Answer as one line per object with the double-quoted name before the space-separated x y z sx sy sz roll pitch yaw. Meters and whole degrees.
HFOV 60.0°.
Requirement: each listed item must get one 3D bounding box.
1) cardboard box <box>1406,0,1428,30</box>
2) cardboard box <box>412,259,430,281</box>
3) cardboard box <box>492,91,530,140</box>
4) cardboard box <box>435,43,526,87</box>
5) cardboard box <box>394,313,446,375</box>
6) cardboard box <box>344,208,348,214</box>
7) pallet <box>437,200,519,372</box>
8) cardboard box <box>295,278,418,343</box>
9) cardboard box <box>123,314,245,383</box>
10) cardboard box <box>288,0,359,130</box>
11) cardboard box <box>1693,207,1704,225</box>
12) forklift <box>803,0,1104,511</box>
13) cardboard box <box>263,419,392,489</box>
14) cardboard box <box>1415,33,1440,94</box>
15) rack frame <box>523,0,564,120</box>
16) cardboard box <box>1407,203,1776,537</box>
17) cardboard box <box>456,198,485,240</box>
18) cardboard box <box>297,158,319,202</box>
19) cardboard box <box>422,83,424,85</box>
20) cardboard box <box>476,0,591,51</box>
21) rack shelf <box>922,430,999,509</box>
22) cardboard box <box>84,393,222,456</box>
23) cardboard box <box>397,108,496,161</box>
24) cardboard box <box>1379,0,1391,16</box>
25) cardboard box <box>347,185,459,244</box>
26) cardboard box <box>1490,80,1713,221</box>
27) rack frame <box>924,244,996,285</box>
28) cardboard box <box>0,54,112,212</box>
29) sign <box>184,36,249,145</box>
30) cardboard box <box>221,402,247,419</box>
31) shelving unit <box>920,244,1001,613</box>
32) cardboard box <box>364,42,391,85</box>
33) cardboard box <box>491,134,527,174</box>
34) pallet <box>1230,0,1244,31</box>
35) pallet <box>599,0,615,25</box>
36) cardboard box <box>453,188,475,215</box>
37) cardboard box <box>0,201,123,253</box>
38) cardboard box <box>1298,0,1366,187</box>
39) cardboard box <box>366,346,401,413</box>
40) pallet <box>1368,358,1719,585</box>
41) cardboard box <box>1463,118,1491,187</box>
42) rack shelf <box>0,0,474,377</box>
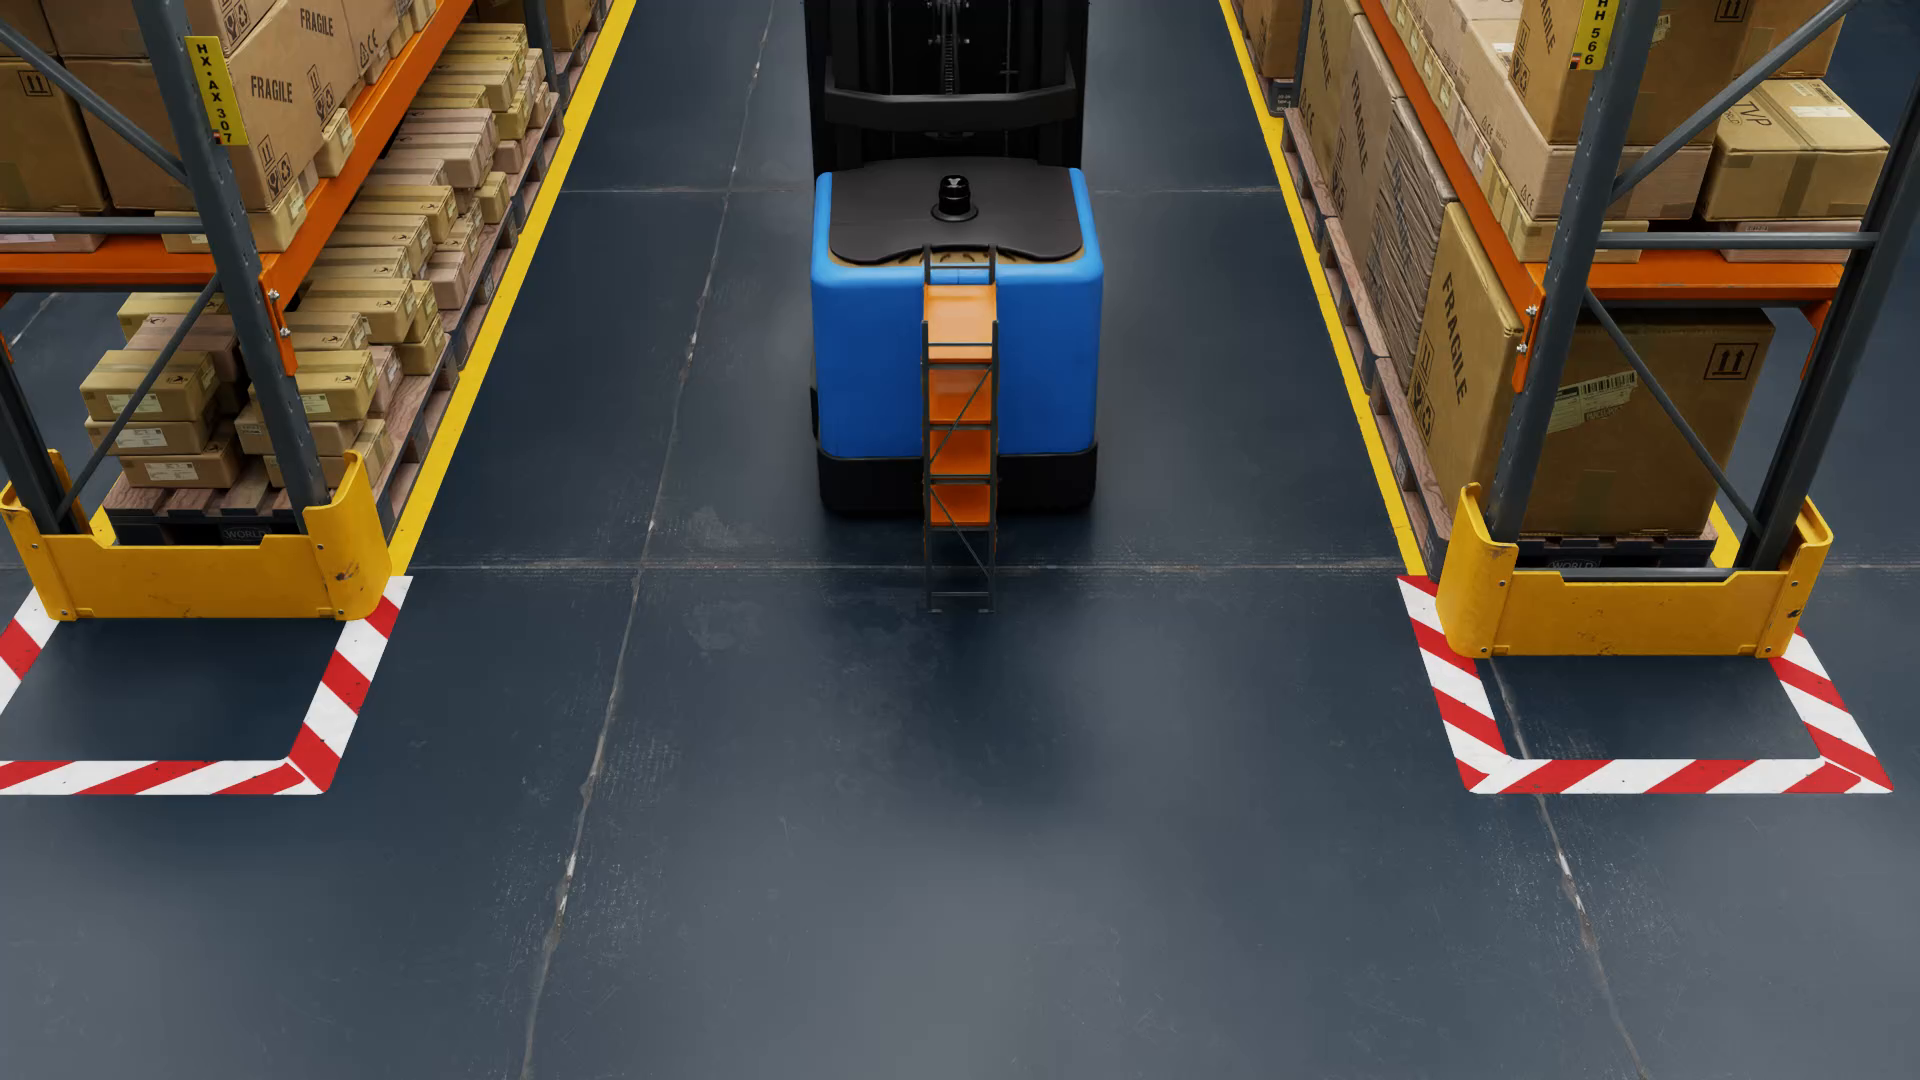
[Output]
"cardboard box" 2.016 -2.206 6.487 0.500 0.250 0.500 0 39 0
"cardboard box" -2.436 -1.090 6.918 0.380 0.149 0.250 -2 39 -2
"cardboard box" -2.328 -2.080 8.153 0.380 0.149 0.250 -1 39 -2
"cardboard box" -2.376 -2.347 8.249 0.380 0.149 0.250 0 39 1
"cardboard box" -2.333 -0.803 6.797 0.380 0.149 0.250 0 39 1
"cardboard box" -2.959 -1.577 7.526 0.380 0.149 0.250 0 39 0
"pallet" -2.636 -1.173 7.545 1.003 0.211 1.213 0 39 0
"cardboard box" -2.326 -0.886 6.425 0.380 0.149 0.250 0 39 0
"cardboard box" -2.869 -0.716 6.213 0.380 0.149 0.250 1 39 1
"cardboard box" -2.423 -1.715 5.674 0.500 0.500 0.500 0 39 0
"cardboard box" 2.616 -1.169 5.512 0.380 0.149 0.250 -1 39 -1
"forklift" -0.062 -2.151 6.591 1.130 2.935 3.031 -1 39 -2
"cardboard box" -2.353 -0.324 6.199 0.380 0.149 0.250 1 39 1
"cardboard box" 1.955 -1.810 6.311 0.380 0.149 0.250 0 39 0
"rack frame" -2.677 -3.446 8.151 1.000 3.000 0.127 0 39 0
"cardboard box" 2.207 -0.620 5.988 0.875 0.875 0.875 0 39 0
"cardboard box" -2.401 -1.442 7.594 0.380 0.149 0.250 1 39 1
"cardboard box" -2.386 -1.208 5.560 0.380 0.149 0.250 1 39 2
"cardboard box" -2.906 -2.228 8.338 0.380 0.149 0.250 0 39 0
"cardboard box" -2.412 -3.097 9.378 0.500 0.500 0.500 1 39 2
"rack shelf" 0.000 -0.312 5.787 0.258 0.148 0.480 0 39 0
"cardboard box" -2.958 -0.442 6.109 0.380 0.149 0.250 -1 39 -1
"cardboard box" -2.354 -1.860 7.641 0.380 0.149 0.250 -2 39 -2
"cardboard box" 1.953 -2.292 6.913 0.380 0.149 0.250 0 39 0
"cardboard box" -2.354 -1.379 7.040 0.380 0.149 0.250 1 39 1
"cardboard box" 2.022 -1.245 5.287 0.500 0.250 0.500 -1 39 -1
"rack frame" 0.000 -0.517 5.936 0.240 1.200 0.015 0 39 0
"cardboard box" -2.930 -1.380 5.256 0.500 0.500 0.500 1 39 1
"sign" -2.130 -1.283 4.760 0.100 0.325 0.005 0 39 0
"cardboard box" -2.983 -0.486 6.401 0.380 0.149 0.250 1 39 1
"shelving unit" 0.000 -0.364 5.745 0.258 1.200 0.503 0 39 0
"cardboard box" -2.418 -1.863 6.376 0.380 0.149 0.250 -1 39 -1
"cardboard box" -2.354 -1.924 8.197 0.380 0.149 0.250 -1 39 -2
"pallet" 2.203 -3.545 10.505 1.003 0.211 1.213 0 39 0
"pallet" -2.683 -3.609 10.585 1.003 0.211 1.213 0 39 0
"cardboard box" -2.426 -1.596 7.549 0.380 0.149 0.250 -2 39 -2
"cardboard box" -2.955 -1.050 5.363 0.380 0.149 0.250 0 39 0
"cardboard box" 2.204 -2.308 8.095 0.875 0.875 0.875 0 39 0
"cardboard box" -2.360 -0.611 6.320 0.380 0.149 0.250 0 39 0
"pallet" 2.209 -0.297 6.451 1.003 0.211 1.213 0 39 0
"cardboard box" 1.957 -1.330 5.711 0.380 0.149 0.250 0 39 0
"rack shelf" -2.675 -1.914 6.816 1.077 0.370 4.000 0 39 0
